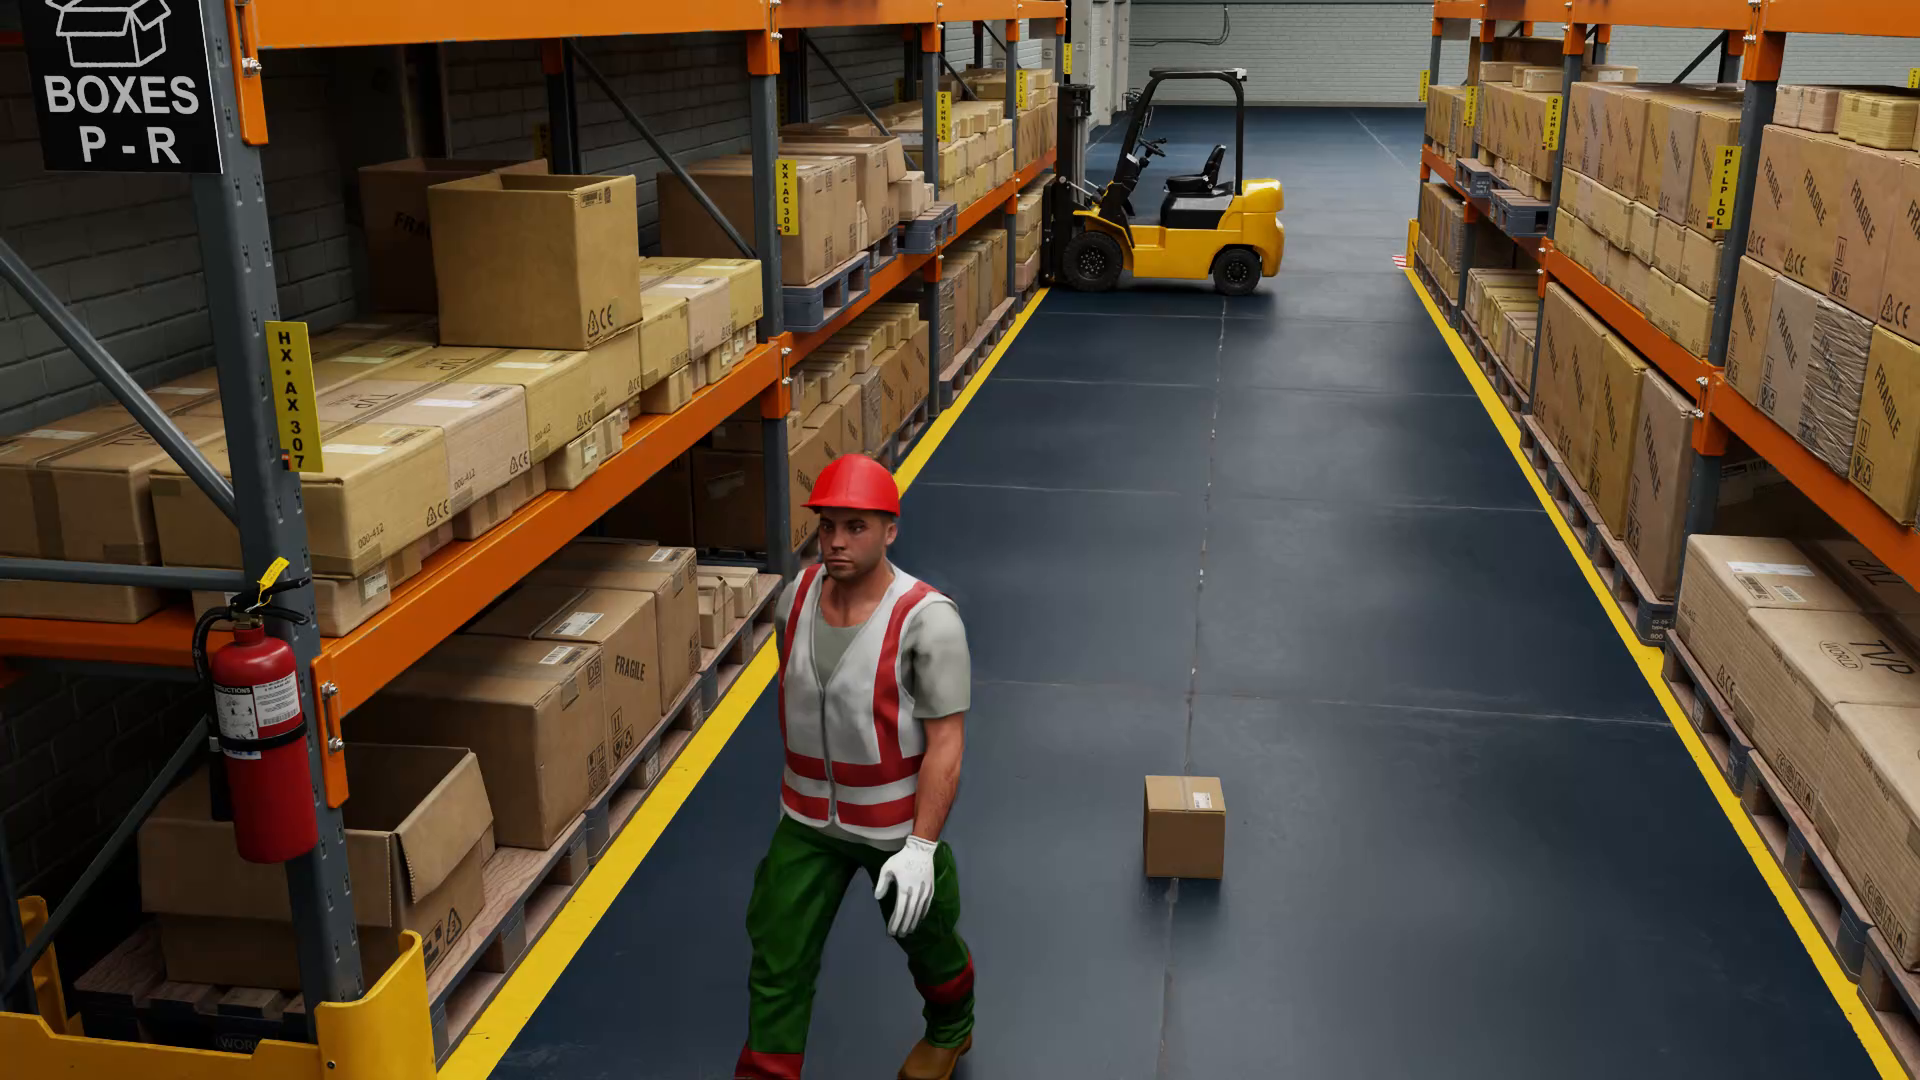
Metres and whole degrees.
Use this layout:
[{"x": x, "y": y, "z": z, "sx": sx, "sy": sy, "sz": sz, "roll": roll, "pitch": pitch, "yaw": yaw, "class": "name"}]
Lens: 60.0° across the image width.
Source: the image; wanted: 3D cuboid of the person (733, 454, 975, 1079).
[{"x": -0.284, "y": 0.669, "z": 3.857, "sx": 0.588, "sy": 1.727, "sz": 1.036, "roll": 8, "pitch": 19, "yaw": 22, "class": "person"}]
